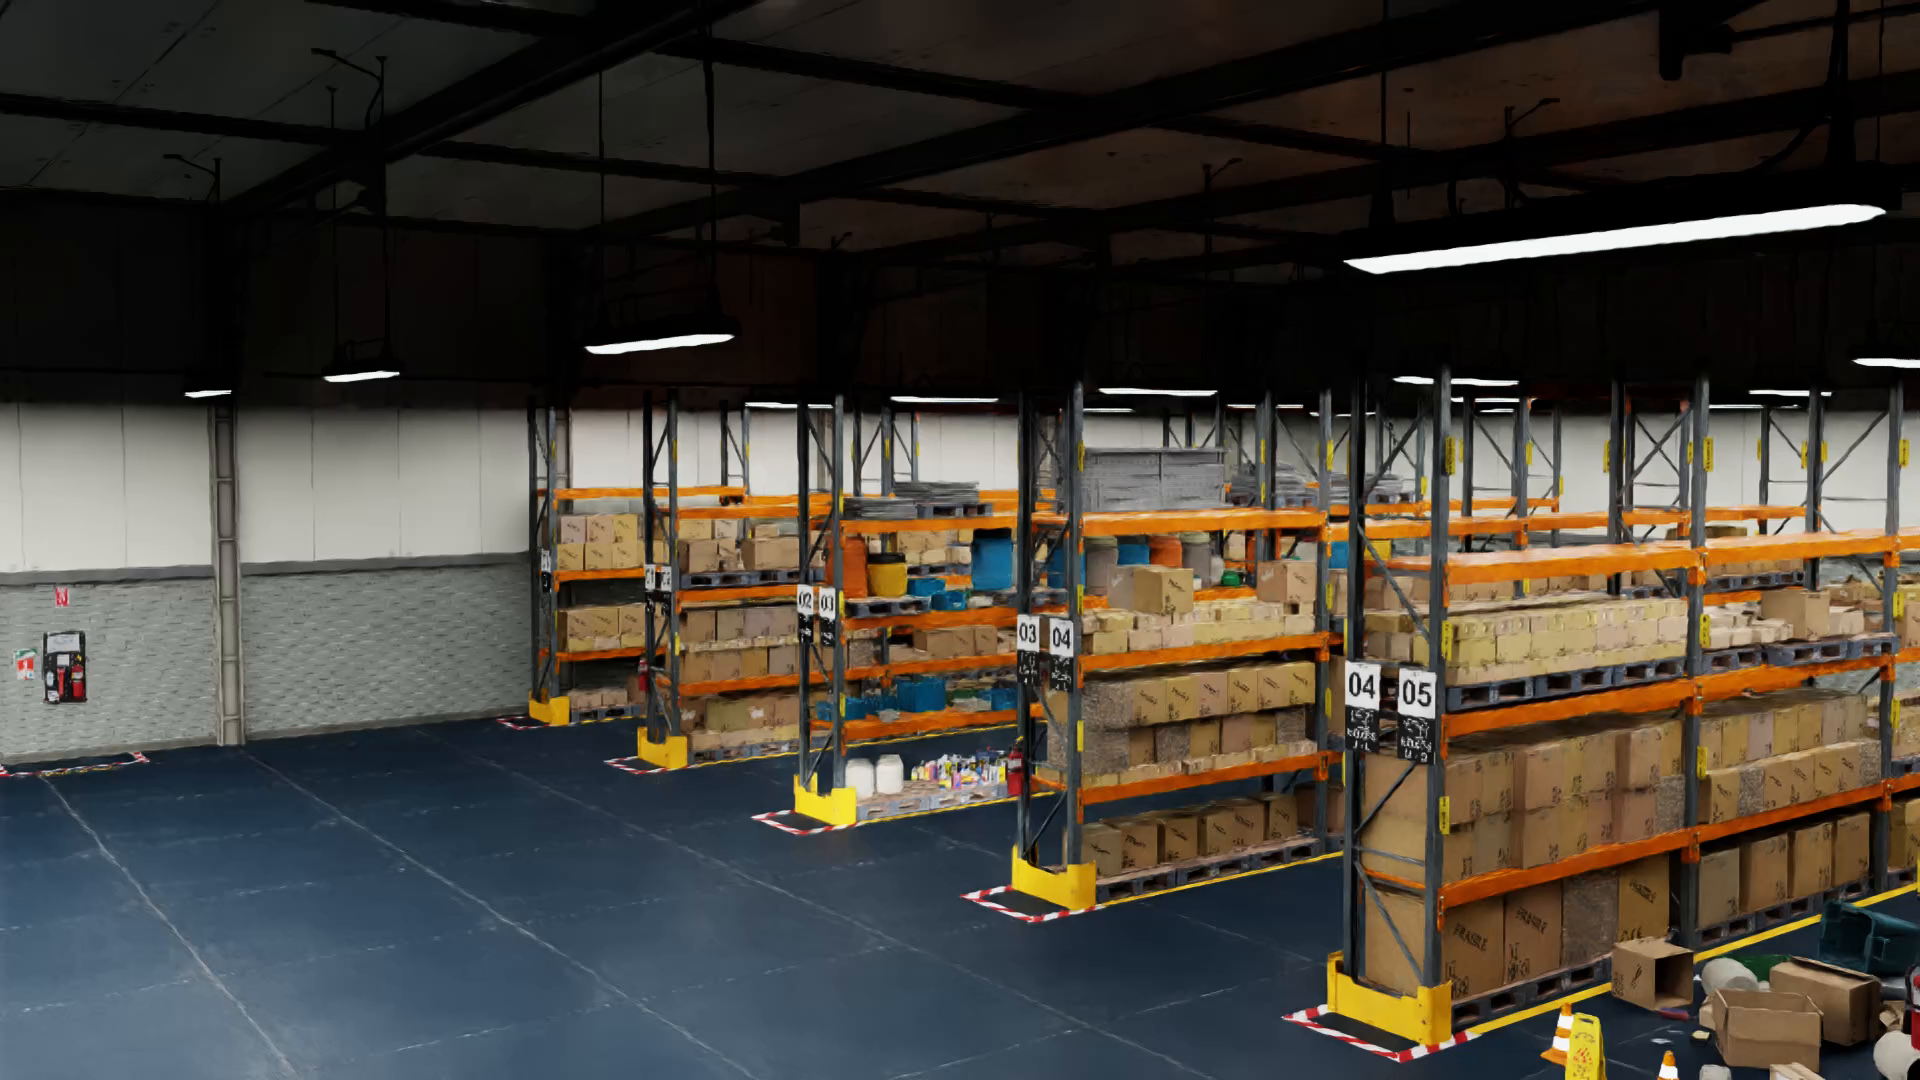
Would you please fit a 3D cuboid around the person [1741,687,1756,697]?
[{"bbox_3d":[11.470,2.922,24.203,1.110,1.590,0.448,-2,4,-33],"label":"person"}]

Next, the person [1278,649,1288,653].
[{"bbox_3d":[7.374,2.067,37.677,0.628,1.724,0.483,-2,4,-34],"label":"person"}]
